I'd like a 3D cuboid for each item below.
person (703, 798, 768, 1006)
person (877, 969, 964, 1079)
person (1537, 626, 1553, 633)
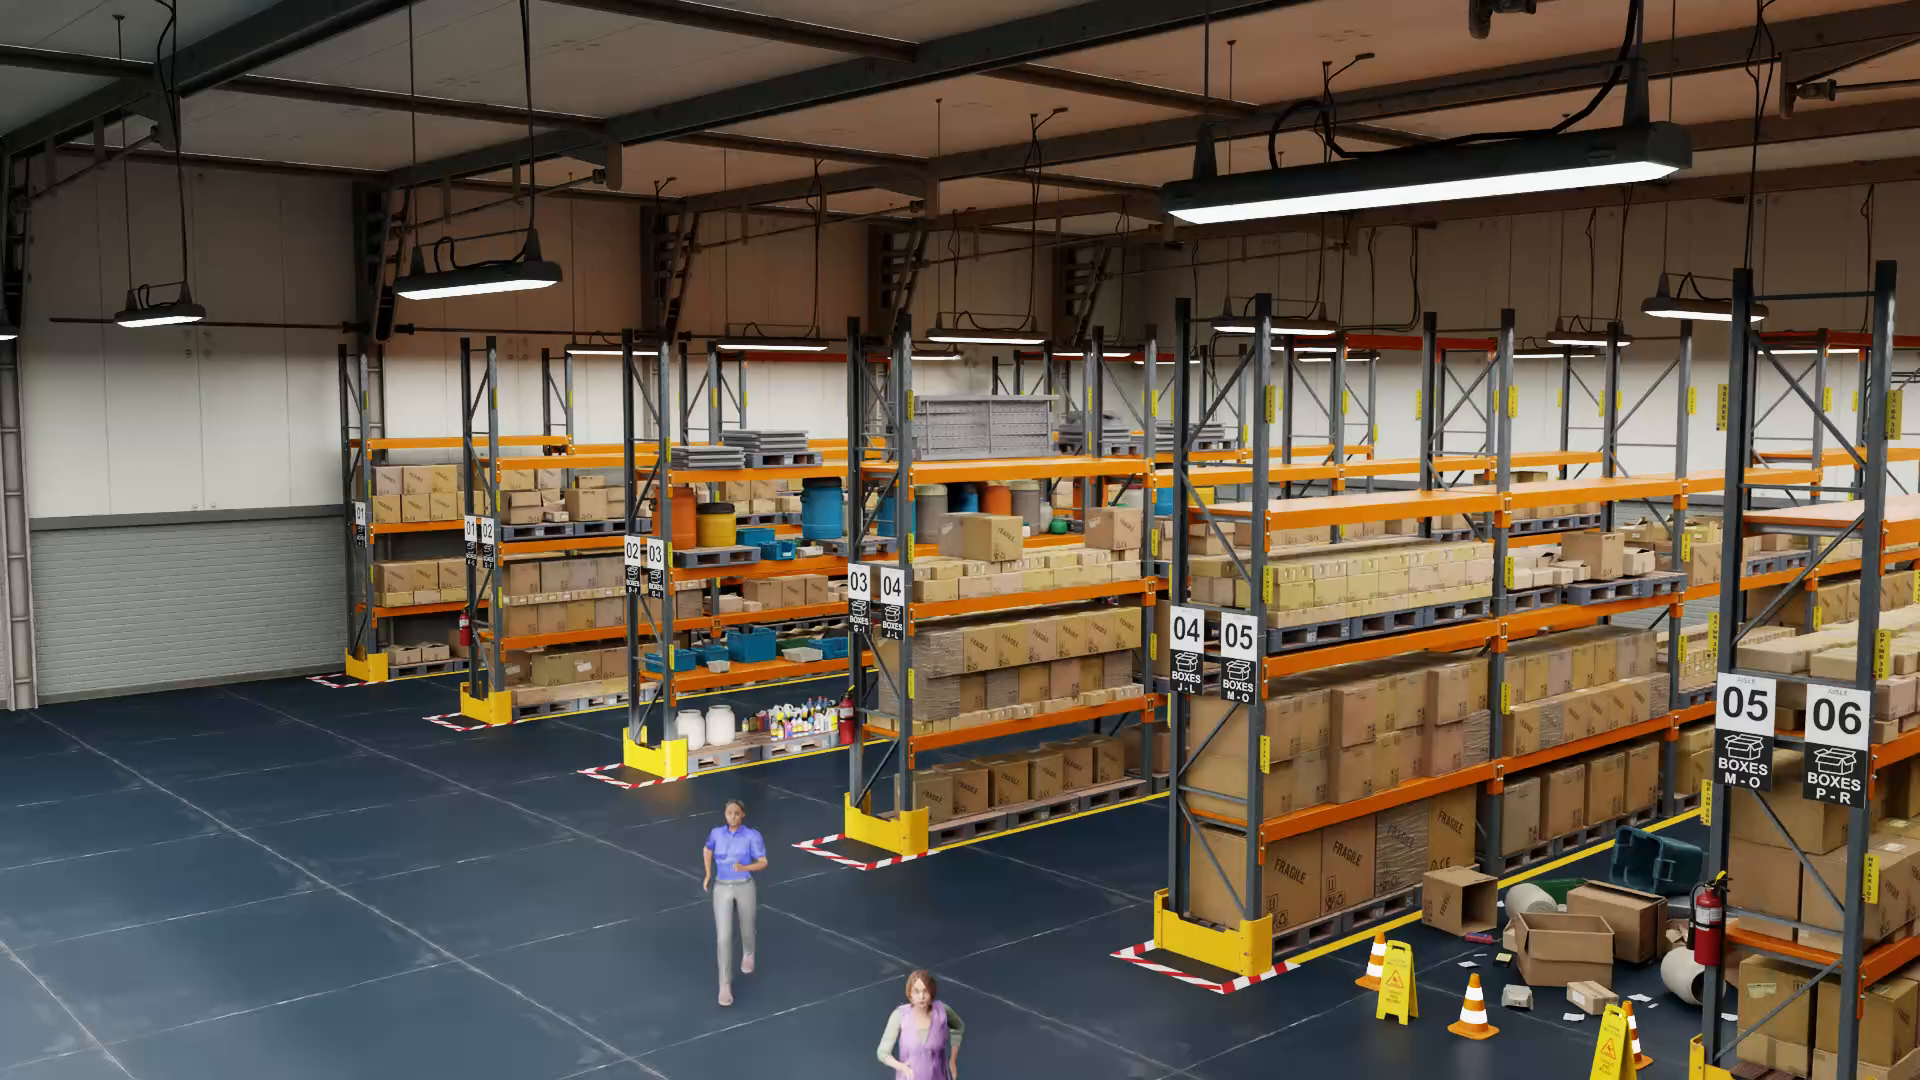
[{"bbox_3d":[-1.936,3.036,14.307,0.572,1.647,0.936,0,5,-3],"label":"person"},{"bbox_3d":[-0.245,3.437,10.295,0.528,1.633,0.750,0,5,3],"label":"person"},{"bbox_3d":[8.736,2.093,24.957,0.523,1.755,0.618,4,7,41],"label":"person"}]
